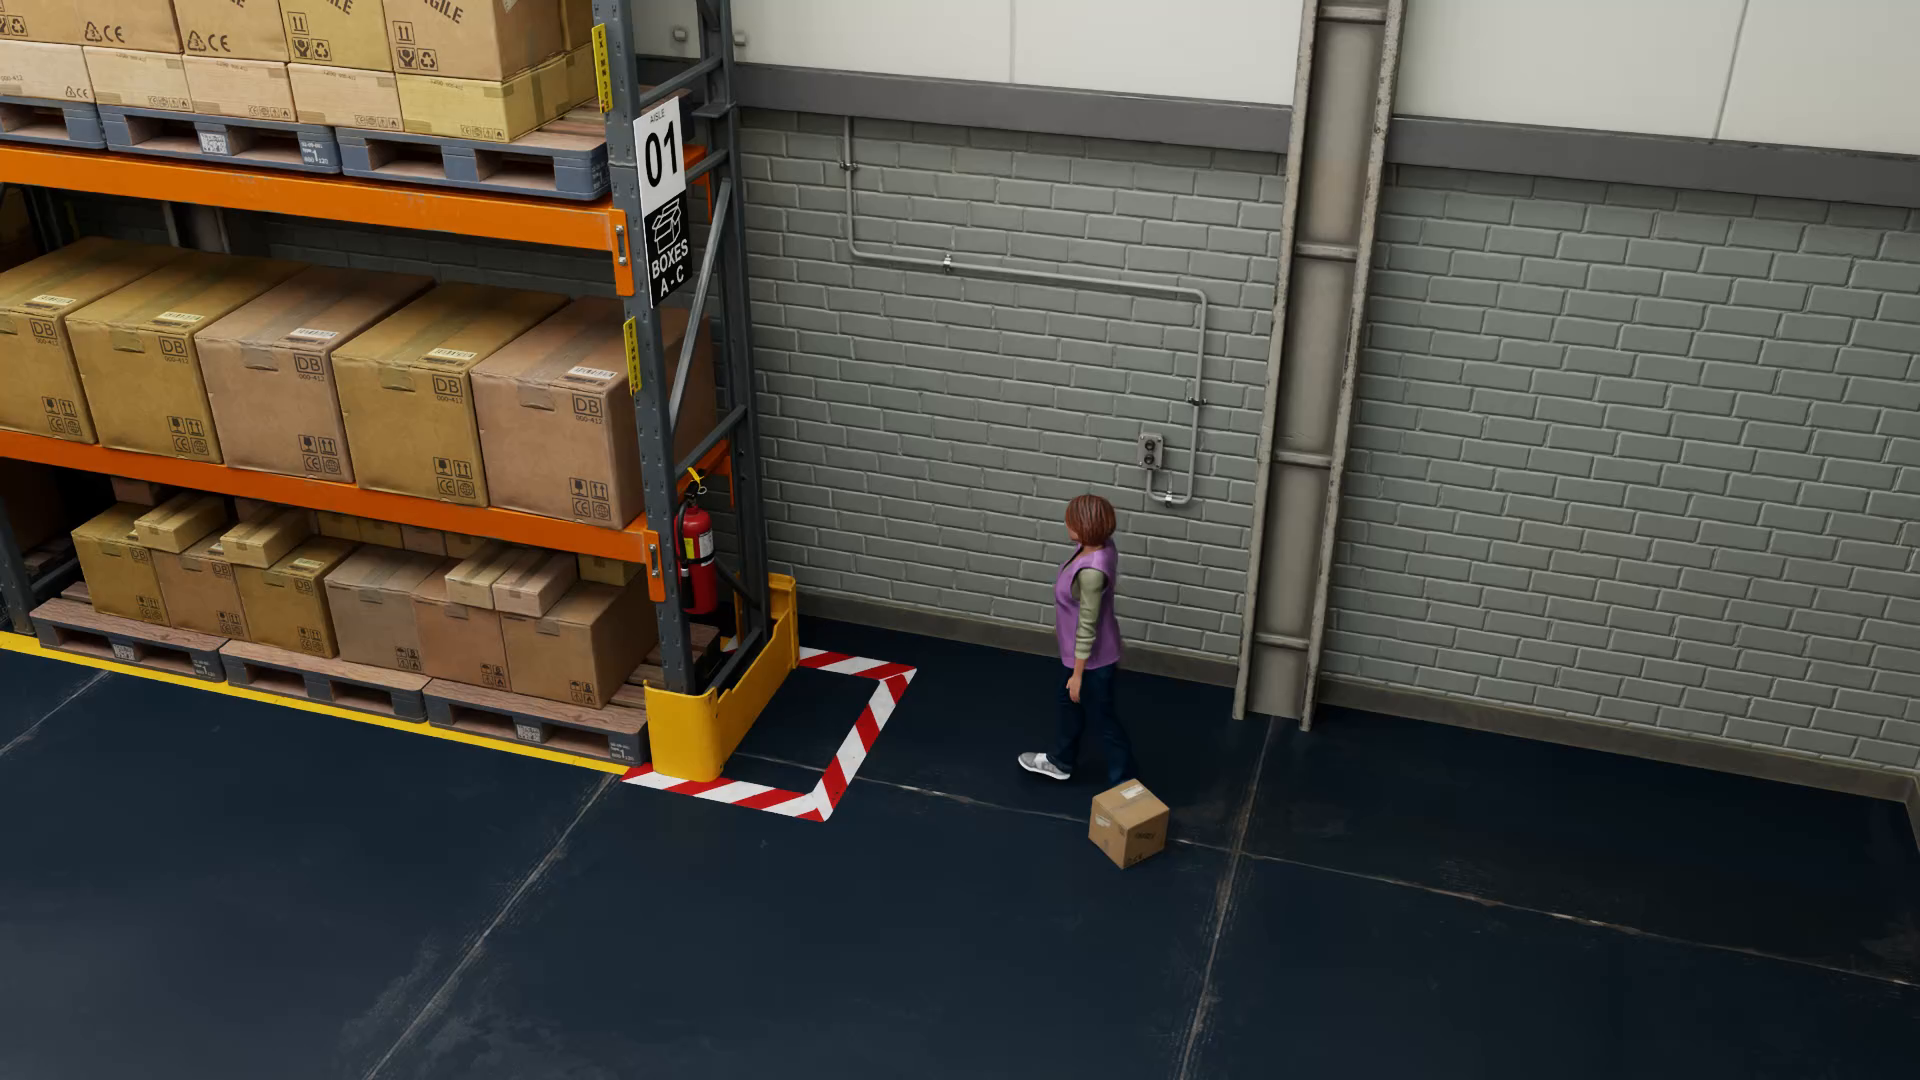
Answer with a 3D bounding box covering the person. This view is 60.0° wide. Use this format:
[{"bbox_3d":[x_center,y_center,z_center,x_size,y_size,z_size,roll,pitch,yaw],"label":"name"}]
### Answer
[{"bbox_3d":[0.564,0.493,7.607,0.581,1.582,0.607,2,30,4],"label":"person"}]
